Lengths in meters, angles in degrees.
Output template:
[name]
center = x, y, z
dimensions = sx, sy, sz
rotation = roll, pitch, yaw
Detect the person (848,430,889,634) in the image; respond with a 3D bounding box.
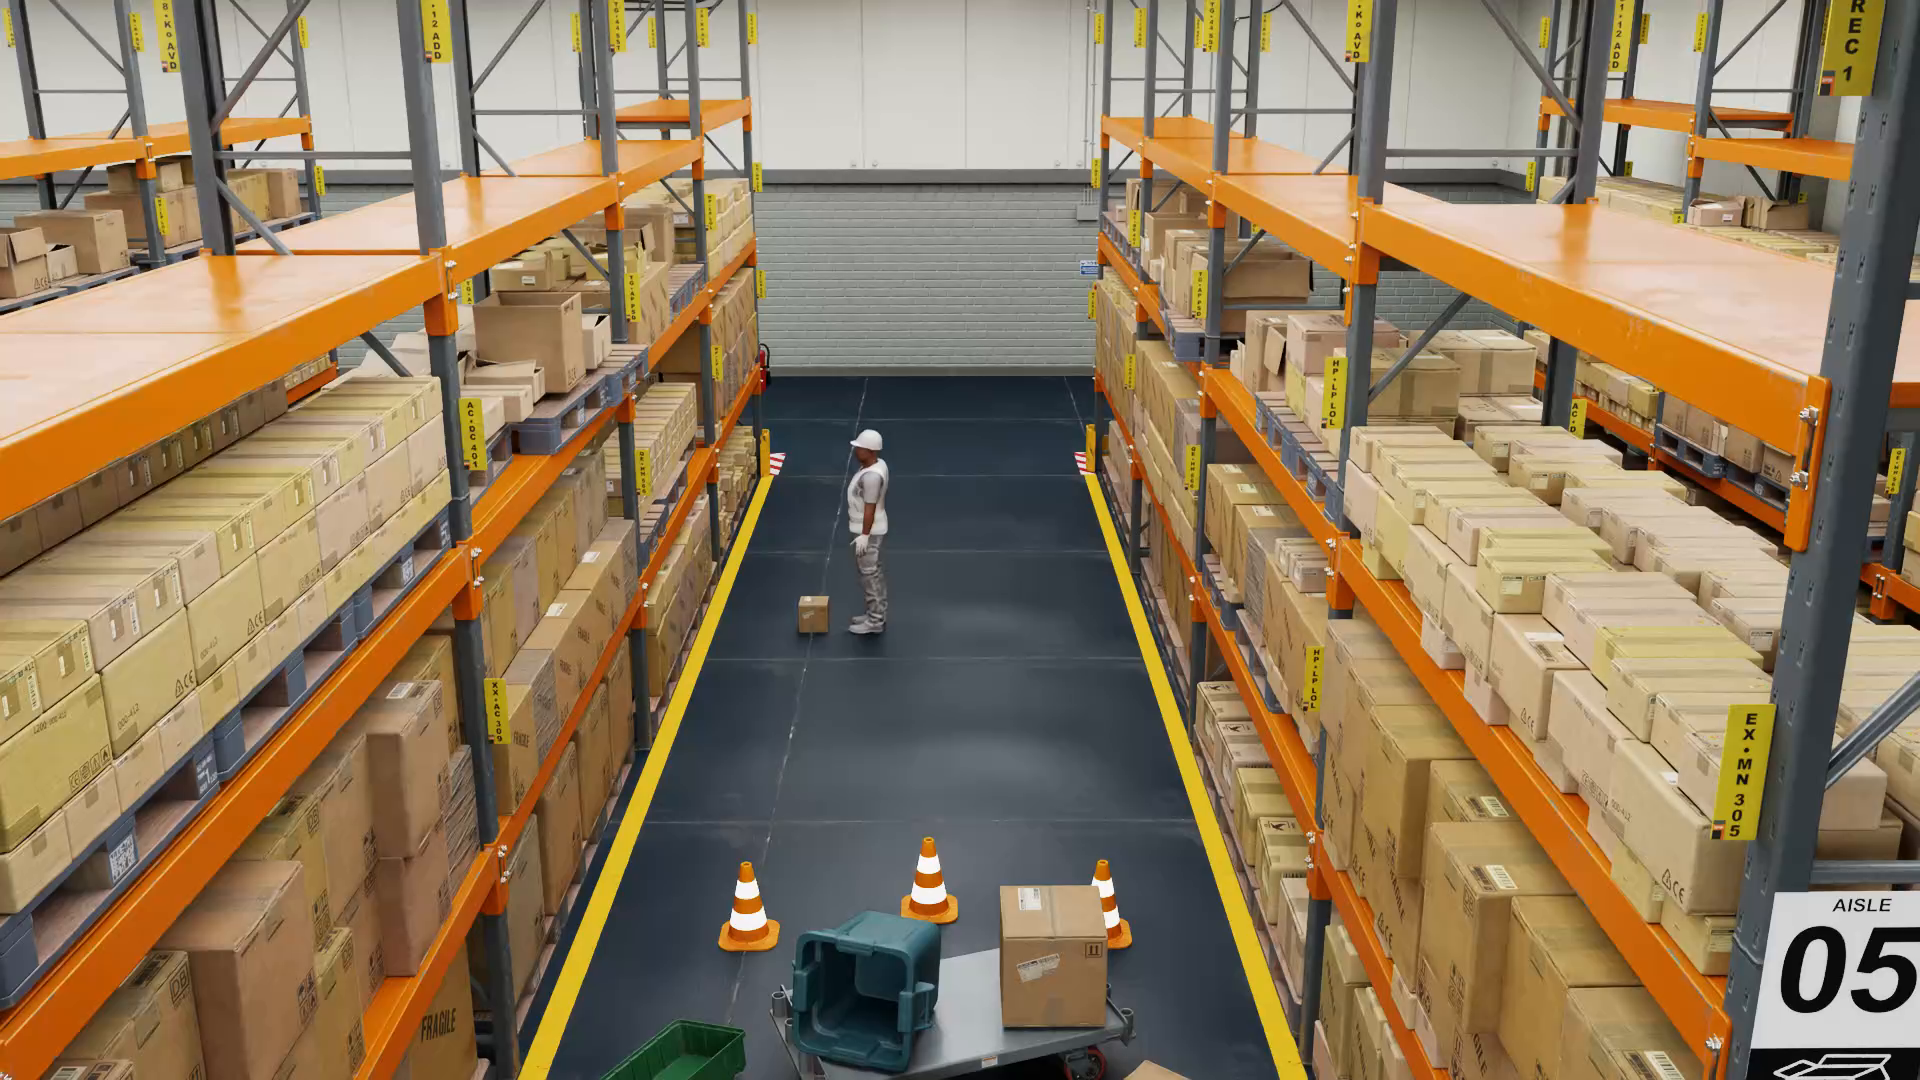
[person]
center = -0.792, -0.074, 14.349
dimensions = 0.358, 1.791, 0.547
rotation = 0, 17, 1
